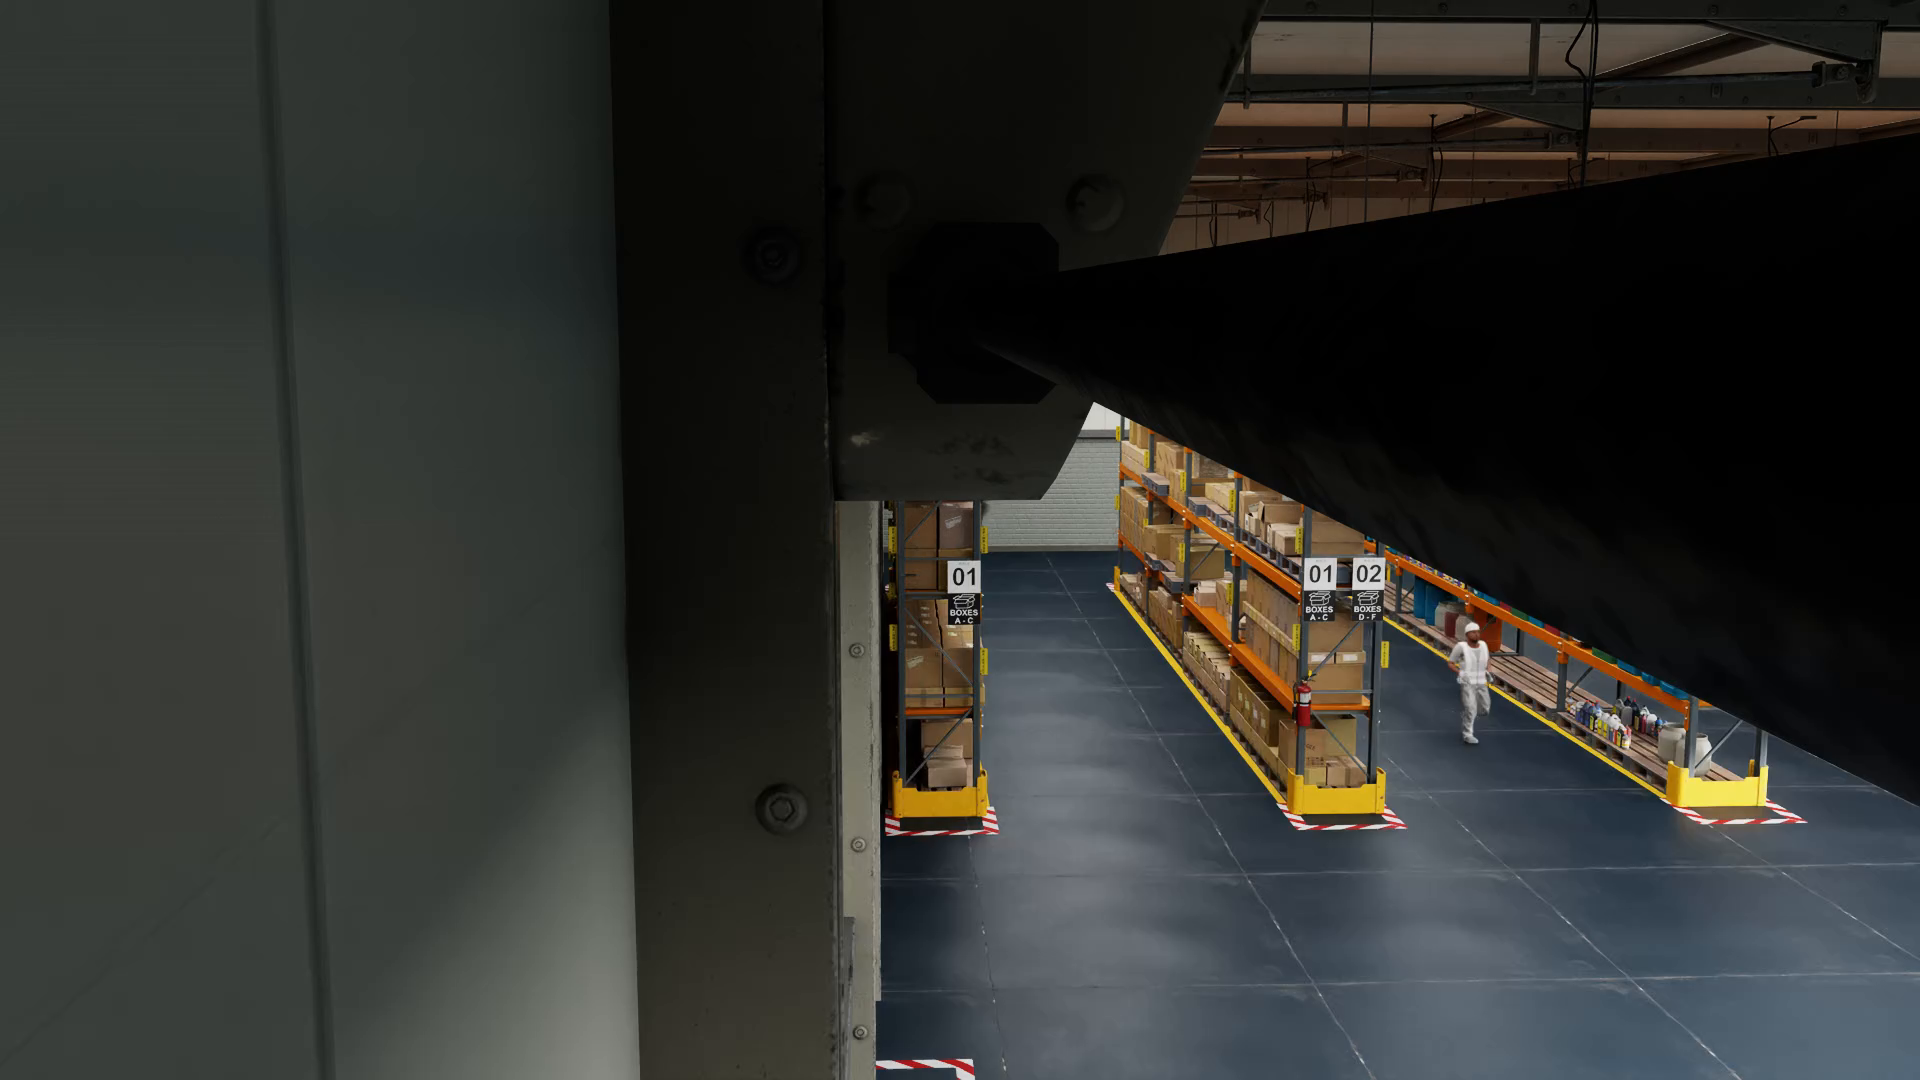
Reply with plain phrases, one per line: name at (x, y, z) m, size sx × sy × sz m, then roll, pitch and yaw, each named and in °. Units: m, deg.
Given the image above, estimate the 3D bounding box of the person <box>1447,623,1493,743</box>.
person at (7.344, 2.047, 23.882) m, size 0.678 × 1.733 × 0.620 m, roll -2°, pitch 8°, yaw -13°

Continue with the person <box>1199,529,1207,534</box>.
person at (5.532, 0.220, 37.117) m, size 0.854 × 1.602 × 0.658 m, roll 5°, pitch 10°, yaw 32°
